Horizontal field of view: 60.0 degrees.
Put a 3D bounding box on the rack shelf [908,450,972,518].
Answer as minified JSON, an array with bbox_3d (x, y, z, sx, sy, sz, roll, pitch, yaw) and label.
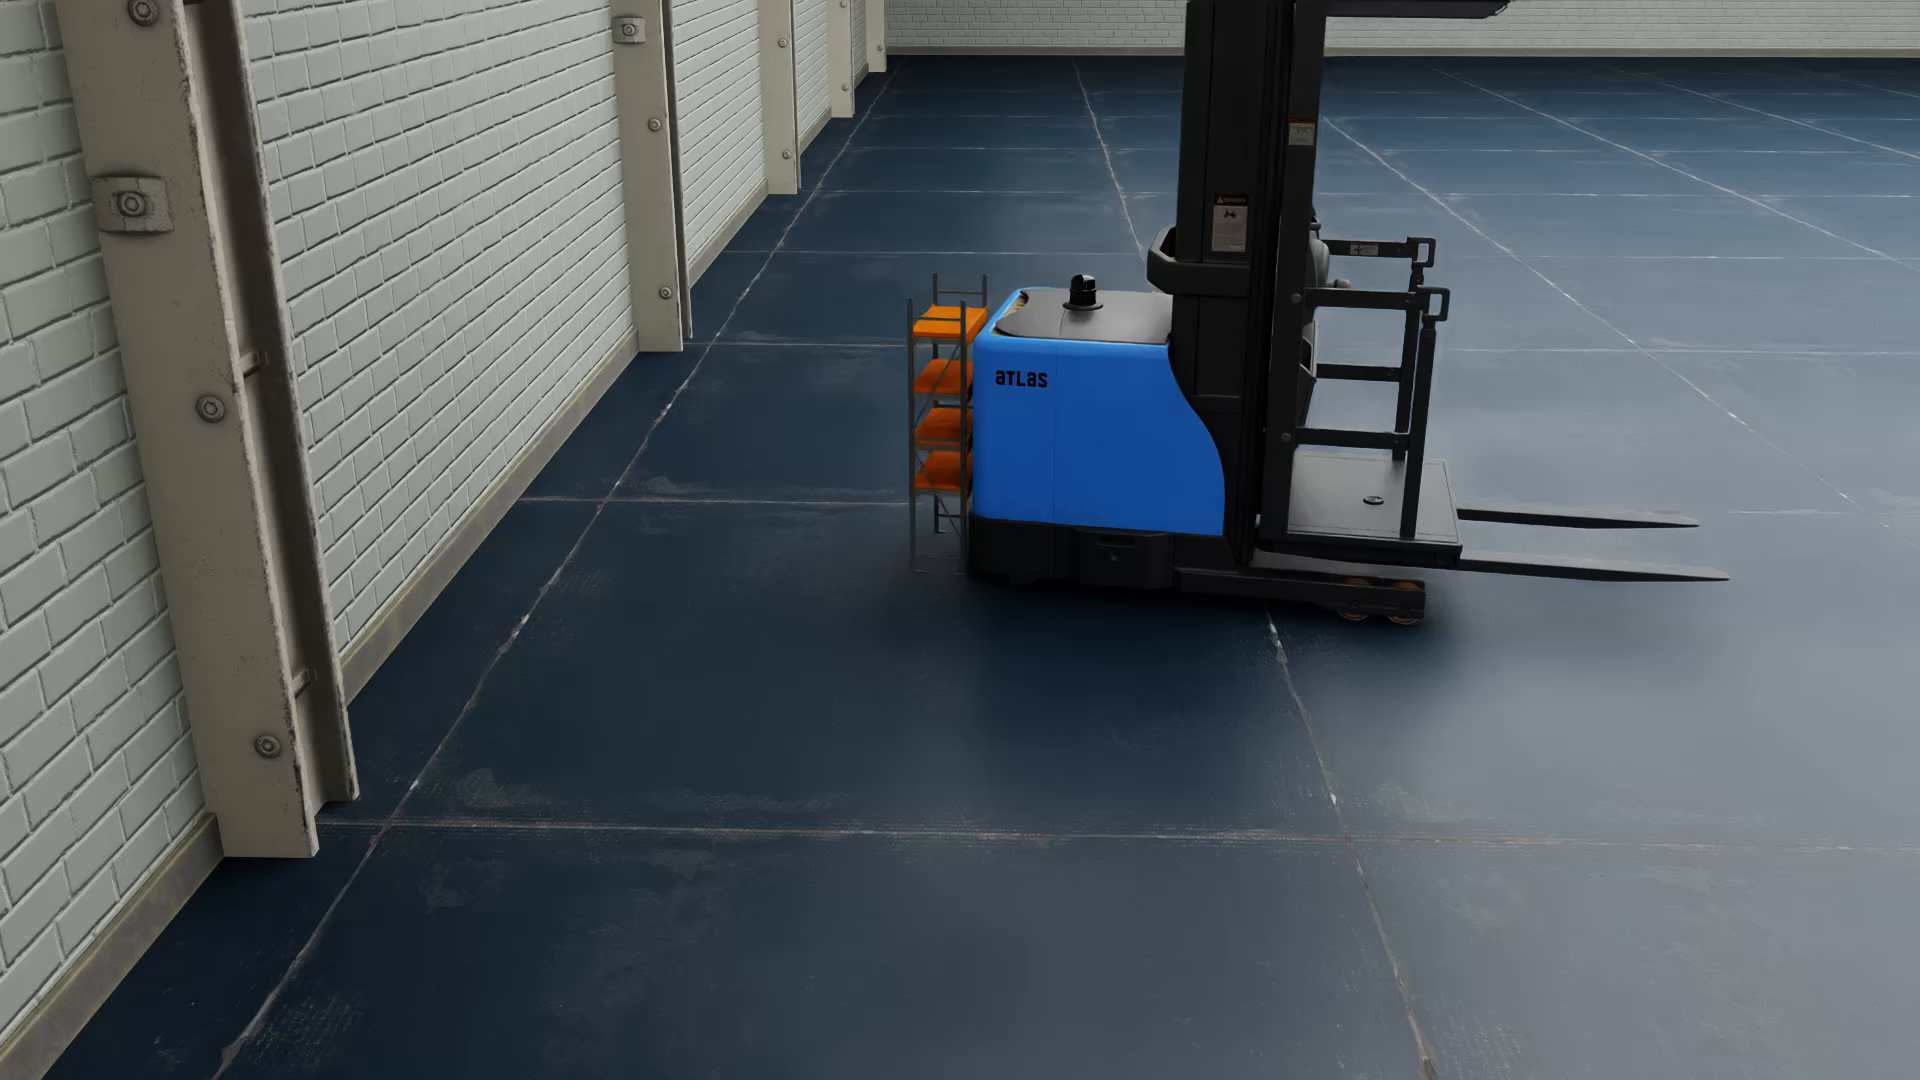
[{"bbox_3d":[-0.047,-0.254,7.261,0.258,0.148,0.480,4,22,10],"label":"rack shelf"}]

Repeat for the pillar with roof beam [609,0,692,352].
[{"bbox_3d":[2.373,-5.427,9.076,9.100,9.000,0.400,1,21,2],"label":"pillar with roof beam"}]

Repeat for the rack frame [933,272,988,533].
[{"bbox_3d":[0.000,-0.589,7.388,0.240,1.200,0.015,4,22,10],"label":"rack frame"}]

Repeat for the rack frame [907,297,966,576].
[{"bbox_3d":[-0.094,-0.416,6.942,0.240,1.200,0.015,4,22,10],"label":"rack frame"}]

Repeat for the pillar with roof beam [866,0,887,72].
[{"bbox_3d":[2.920,-11.935,25.849,9.100,9.000,0.400,1,21,2],"label":"pillar with roof beam"}]

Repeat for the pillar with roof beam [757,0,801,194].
[{"bbox_3d":[2.555,-7.596,14.667,9.100,9.000,0.400,1,21,2],"label":"pillar with roof beam"}]

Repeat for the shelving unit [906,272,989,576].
[{"bbox_3d":[-0.047,-0.502,7.165,0.258,1.200,0.503,4,22,10],"label":"shelving unit"}]

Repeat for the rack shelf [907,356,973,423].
[{"bbox_3d":[-0.047,-0.648,7.108,0.258,0.148,0.480,4,22,10],"label":"rack shelf"}]

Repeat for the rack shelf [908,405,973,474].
[{"bbox_3d":[-0.047,-0.440,7.189,0.258,0.148,0.480,4,22,10],"label":"rack shelf"}]

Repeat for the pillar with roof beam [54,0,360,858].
[{"bbox_3d":[2.190,-3.258,3.484,9.100,9.000,0.400,1,21,2],"label":"pillar with roof beam"}]

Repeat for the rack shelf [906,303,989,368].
[{"bbox_3d":[-0.047,-0.869,7.023,0.258,0.148,0.480,4,22,10],"label":"rack shelf"}]

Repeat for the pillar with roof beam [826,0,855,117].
[{"bbox_3d":[2.738,-9.766,20.258,9.100,9.000,0.400,1,21,2],"label":"pillar with roof beam"}]

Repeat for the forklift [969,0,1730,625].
[{"bbox_3d":[1.609,-1.239,6.669,3.031,2.935,1.130,4,22,11],"label":"forklift"}]
